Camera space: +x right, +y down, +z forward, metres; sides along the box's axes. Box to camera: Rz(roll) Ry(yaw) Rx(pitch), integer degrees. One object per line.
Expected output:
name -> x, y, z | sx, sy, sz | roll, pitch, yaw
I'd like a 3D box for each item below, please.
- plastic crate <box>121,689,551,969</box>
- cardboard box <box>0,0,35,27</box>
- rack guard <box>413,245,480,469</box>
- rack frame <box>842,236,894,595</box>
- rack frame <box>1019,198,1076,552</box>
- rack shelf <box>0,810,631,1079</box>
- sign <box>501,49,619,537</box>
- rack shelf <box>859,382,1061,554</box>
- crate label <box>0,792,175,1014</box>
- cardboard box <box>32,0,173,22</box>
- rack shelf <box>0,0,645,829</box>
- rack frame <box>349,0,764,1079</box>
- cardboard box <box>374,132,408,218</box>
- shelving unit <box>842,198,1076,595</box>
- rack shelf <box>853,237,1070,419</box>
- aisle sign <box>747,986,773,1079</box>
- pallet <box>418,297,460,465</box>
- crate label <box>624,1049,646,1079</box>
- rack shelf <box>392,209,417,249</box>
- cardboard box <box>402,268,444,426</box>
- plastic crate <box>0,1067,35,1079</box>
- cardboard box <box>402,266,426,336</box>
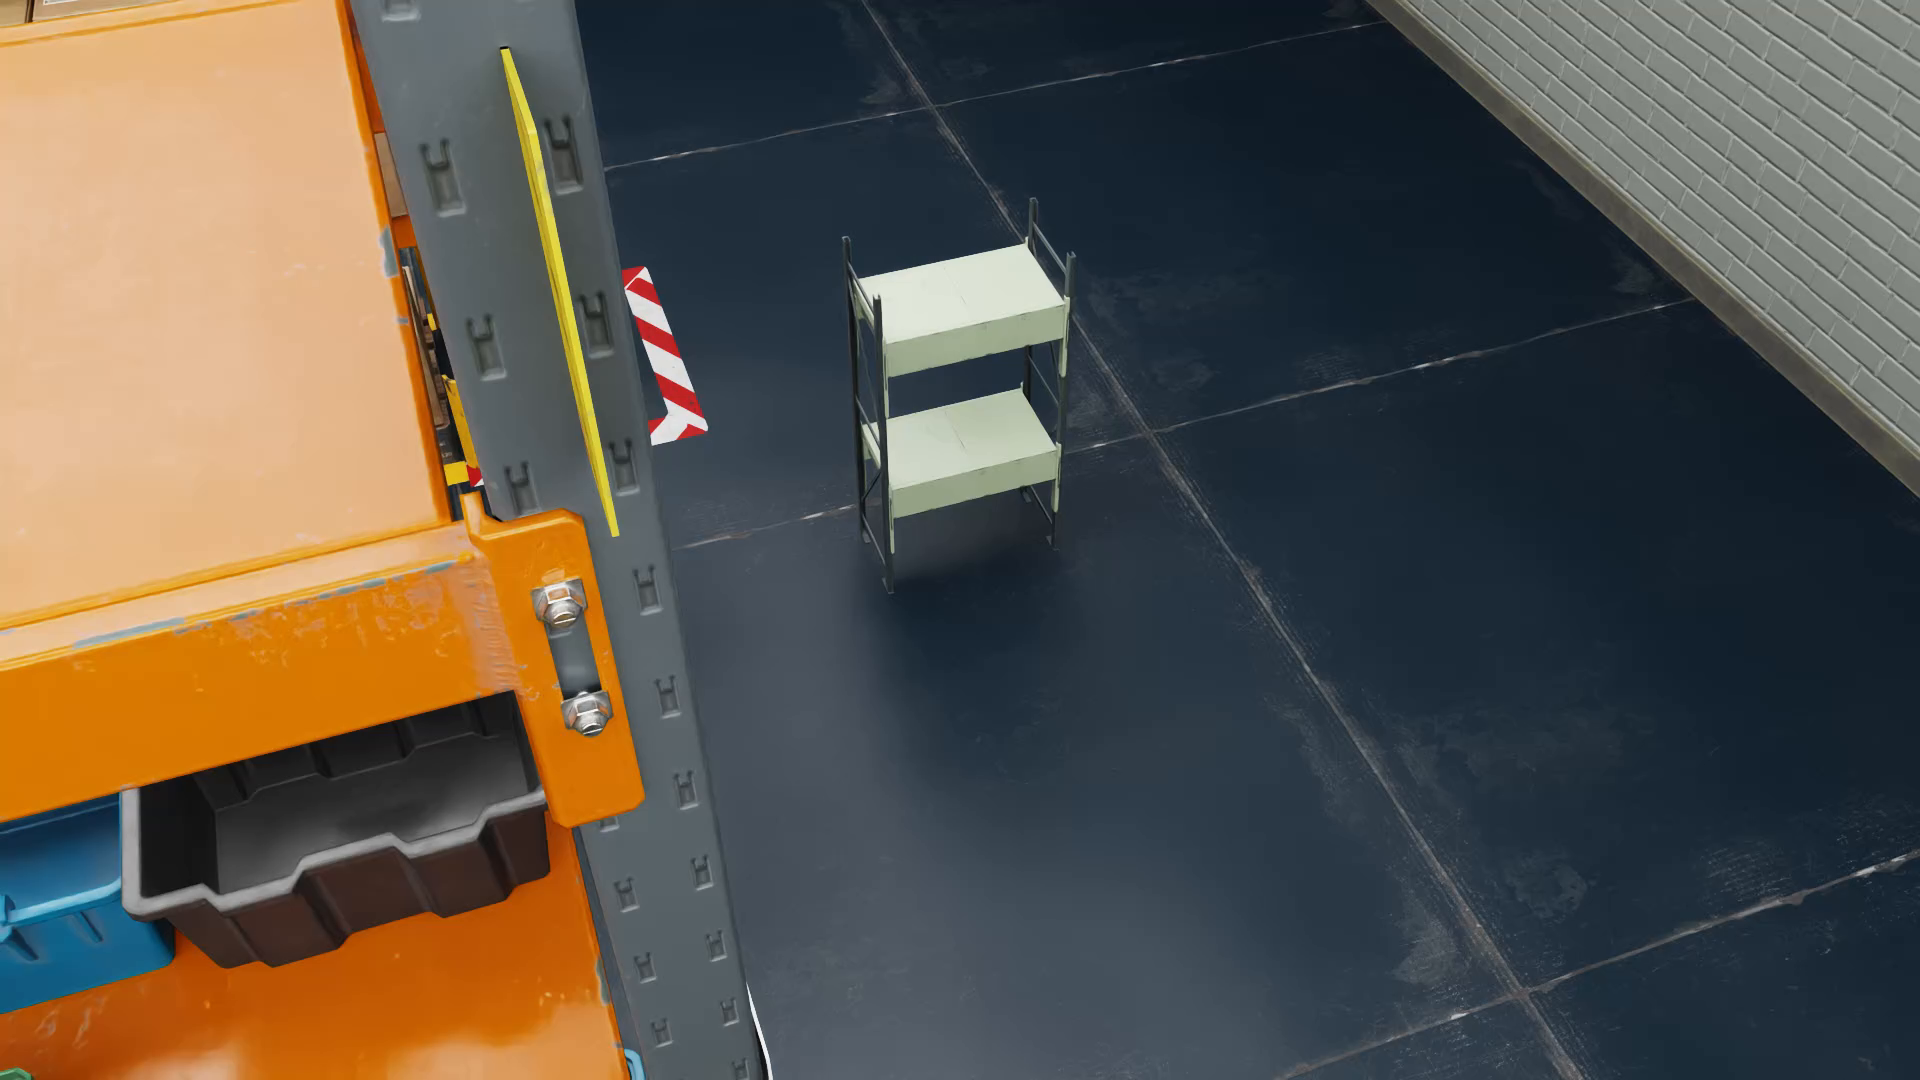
plastic crate -> -0.916, 0.387, 2.530 | 0.590, 0.269, 0.497 | -14, 47, -14
cardboard box -> -3.424, -1.656, 5.816 | 0.500, 0.500, 0.500 | -13, 47, -13
rack guard -> -2.209, -0.907, 7.611 | 0.348, 0.500, 1.175 | -14, 47, -14
rack frame -> -0.351, -0.440, 6.439 | 0.023, 1.500, 0.400 | -14, 47, -14
rack frame -> 0.338, -0.616, 6.614 | 0.023, 1.500, 0.400 | -14, 47, -14
rack shelf -> -2.340, 1.169, 2.167 | 4.000, 0.370, 1.077 | -14, 47, -14
sign -> -0.257, -0.148, 1.082 | 0.005, 0.325, 0.100 | -14, 47, -14
rack shelf -> -0.006, -0.298, 6.757 | 0.720, 0.370, 0.431 | -14, 47, -14
crate label -> -1.437, 0.493, 2.437 | 0.502, 0.251, 0.408 | -14, 47, -14
cardboard box -> -2.938, -1.784, 5.943 | 0.500, 0.500, 0.500 | -13, 47, -13
rack shelf -> -2.340, 0.251, 1.246 | 4.000, 0.370, 1.077 | -14, 47, -14
rack frame -> -0.459, -0.625, 1.329 | 0.127, 3.000, 1.000 | -14, 47, -14
cardboard box -> -2.466, -1.554, 6.420 | 0.500, 0.500, 0.500 | -13, 47, -13
shelving unit -> -0.006, -0.528, 6.526 | 0.755, 1.500, 0.431 | -14, 47, -14
rack shelf -> -0.006, -0.803, 6.250 | 0.720, 0.370, 0.431 | -14, 47, -14
aisle sign -> -0.292, 0.753, 2.356 | 0.004, 0.787, 0.394 | -14, 47, -14
pallet -> -2.959, -0.613, 7.521 | 1.213, 0.211, 1.003 | -14, 47, -14
crate label -> -0.803, 1.371, 3.651 | 0.303, 0.233, 0.416 | -14, 47, -14
rack shelf -> -4.019, -1.073, 6.519 | 4.000, 0.370, 1.077 | -14, 47, -14
cardboard box -> -2.565, -0.786, 7.179 | 0.500, 0.500, 0.500 | -14, 47, -14
plastic crate -> -1.290, 0.936, 2.040 | 0.336, 0.188, 0.450 | -14, 47, -14
cardboard box -> -2.648, -1.085, 7.725 | 0.250, 0.149, 0.380 | -14, 47, -14
